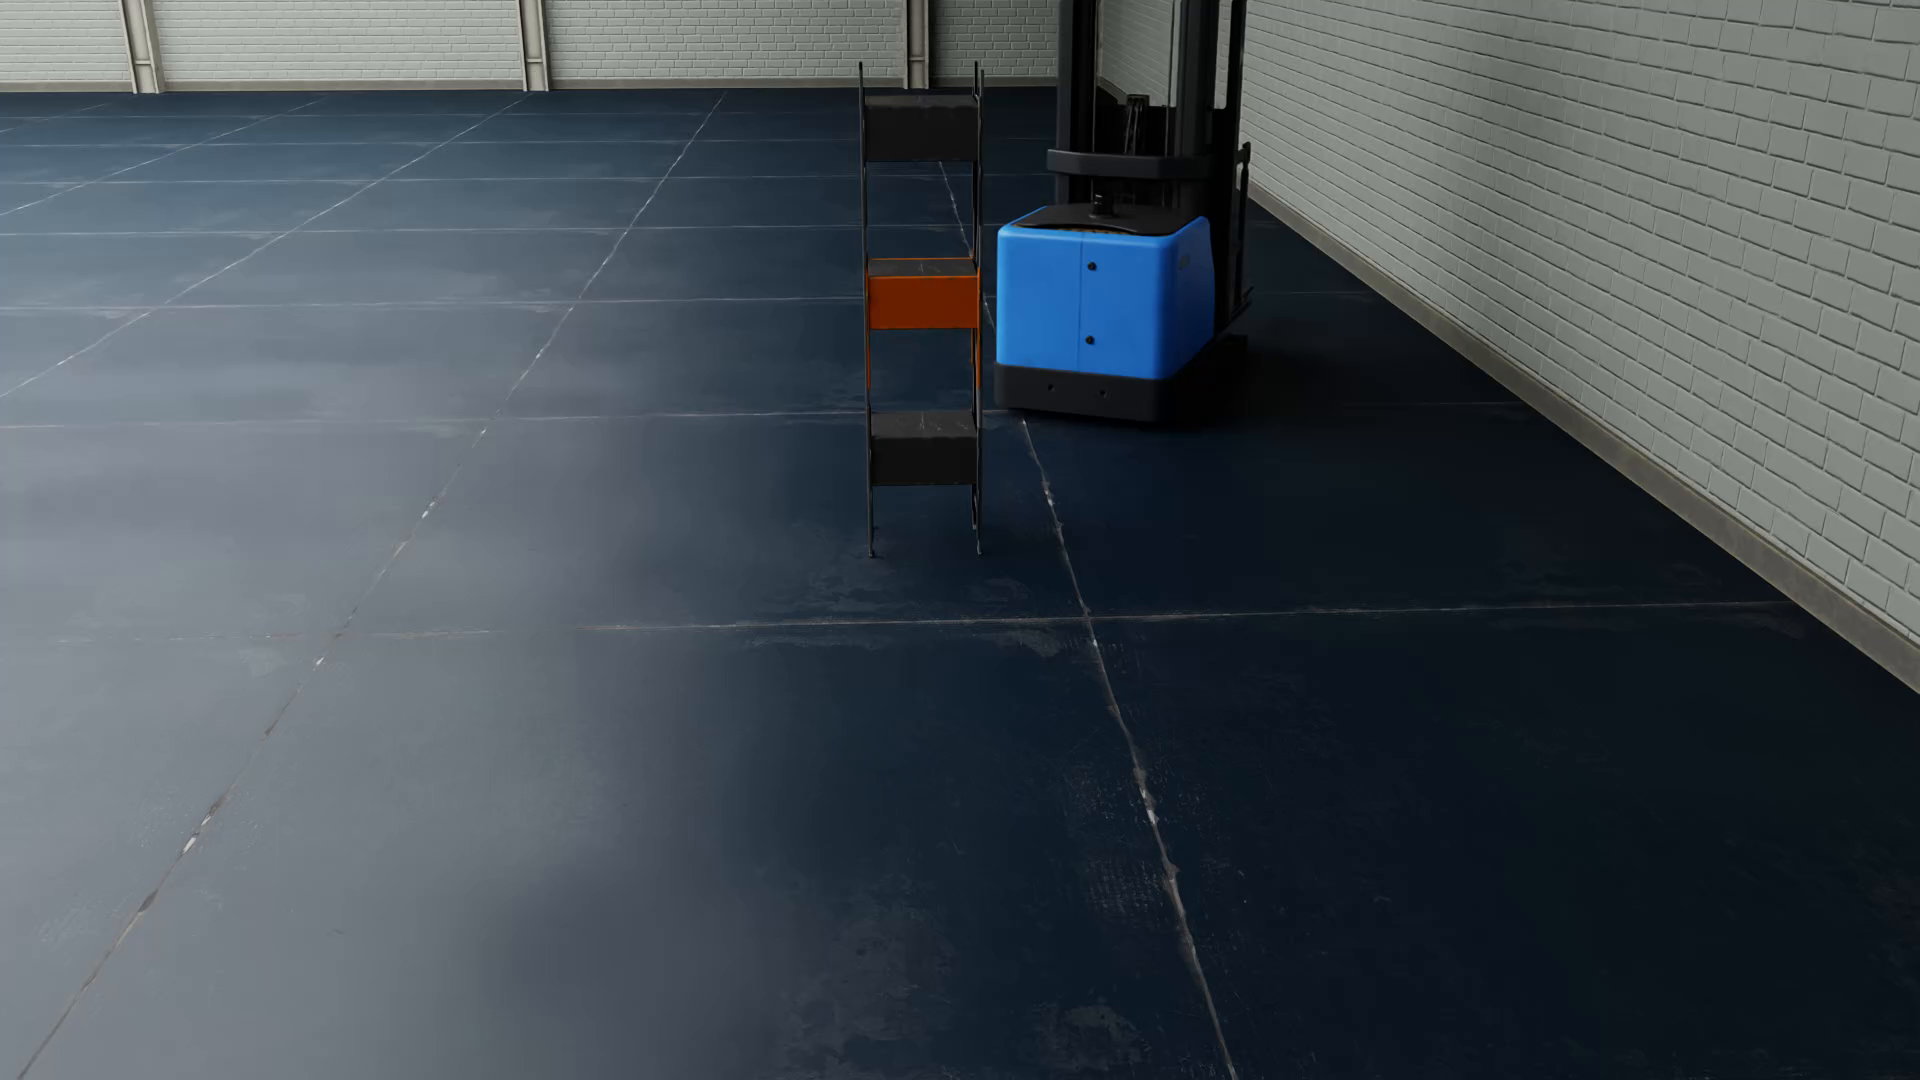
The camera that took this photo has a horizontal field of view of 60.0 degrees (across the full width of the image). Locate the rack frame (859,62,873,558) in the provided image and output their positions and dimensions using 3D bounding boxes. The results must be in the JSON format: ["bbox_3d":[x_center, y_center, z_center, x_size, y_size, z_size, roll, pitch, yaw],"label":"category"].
[{"bbox_3d":[-0.409,-0.973,7.226,0.015,2.100,0.400,-1,21,-3],"label":"rack frame"}]

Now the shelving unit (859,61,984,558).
[{"bbox_3d":[-0.165,-0.978,7.239,0.503,2.100,0.431,-1,21,-3],"label":"shelving unit"}]

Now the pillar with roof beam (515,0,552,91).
[{"bbox_3d":[-6.444,-9.809,20.738,0.400,9.000,9.100,-1,21,-3],"label":"pillar with roof beam"}]

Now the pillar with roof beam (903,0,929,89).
[{"bbox_3d":[-0.454,-9.931,21.058,0.400,9.000,9.100,-1,21,-3],"label":"pillar with roof beam"}]

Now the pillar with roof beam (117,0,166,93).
[{"bbox_3d":[-12.434,-9.687,20.418,0.400,9.000,9.100,-1,21,-3],"label":"pillar with roof beam"}]

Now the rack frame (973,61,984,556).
[{"bbox_3d":[0.078,-0.983,7.252,0.015,2.100,0.400,-1,21,-3],"label":"rack frame"}]

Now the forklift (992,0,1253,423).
[{"bbox_3d":[1.194,-2.498,10.063,1.130,2.935,3.031,8,22,20],"label":"forklift"}]

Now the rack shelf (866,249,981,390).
[{"bbox_3d":[-0.165,-0.965,7.243,0.480,0.518,0.431,-1,21,-3],"label":"rack shelf"}]

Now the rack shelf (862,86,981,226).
[{"bbox_3d":[-0.165,-1.619,6.994,0.480,0.518,0.431,-1,21,-3],"label":"rack shelf"}]

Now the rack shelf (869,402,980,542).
[{"bbox_3d":[-0.165,-0.311,7.492,0.480,0.518,0.431,-1,21,-3],"label":"rack shelf"}]
